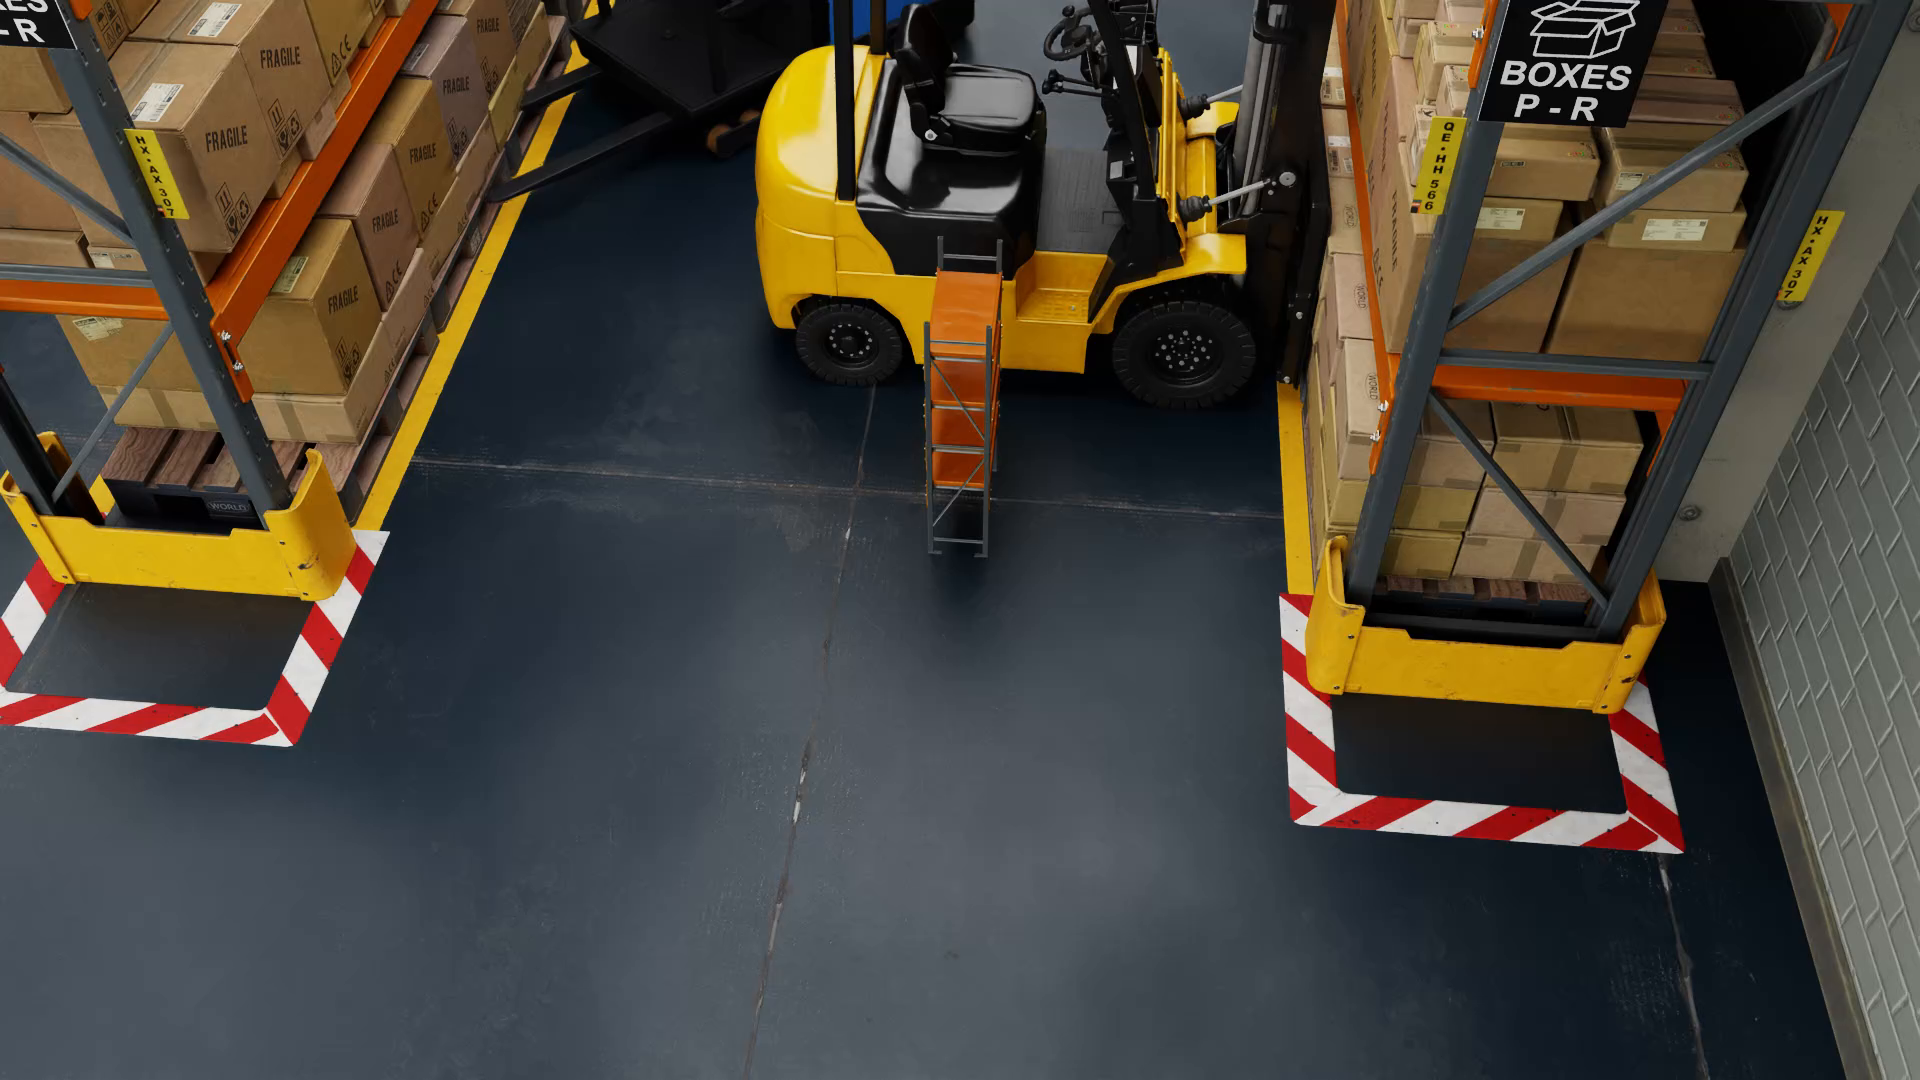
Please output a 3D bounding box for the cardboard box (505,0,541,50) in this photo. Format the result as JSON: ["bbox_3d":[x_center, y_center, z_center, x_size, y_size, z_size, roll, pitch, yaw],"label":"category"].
[{"bbox_3d":[-2.460,-2.832,8.378,0.500,0.500,0.500,3,48,3],"label":"cardboard box"}]

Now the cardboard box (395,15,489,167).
[{"bbox_3d":[-2.550,-2.083,7.693,0.500,0.500,0.500,6,48,6],"label":"cardboard box"}]

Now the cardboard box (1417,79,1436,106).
[{"bbox_3d":[1.737,-1.450,5.536,0.380,0.149,0.250,5,48,4],"label":"cardboard box"}]

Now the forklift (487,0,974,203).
[{"bbox_3d":[-1.344,-3.388,7.863,3.031,2.935,1.130,-35,56,-27],"label":"forklift"}]

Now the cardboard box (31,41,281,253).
[{"bbox_3d":[-2.718,-1.342,5.676,0.500,0.500,0.500,3,48,3],"label":"cardboard box"}]

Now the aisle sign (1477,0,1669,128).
[{"bbox_3d":[1.607,-1.396,4.233,0.394,0.787,0.004,4,48,4],"label":"aisle sign"}]

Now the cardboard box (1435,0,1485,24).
[{"bbox_3d":[1.814,-1.733,5.594,0.380,0.149,0.250,4,48,4],"label":"cardboard box"}]

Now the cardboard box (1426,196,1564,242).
[{"bbox_3d":[1.658,-1.074,5.192,0.380,0.149,0.250,5,48,4],"label":"cardboard box"}]

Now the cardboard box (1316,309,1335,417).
[{"bbox_3d":[1.695,-0.677,6.576,0.500,0.250,0.500,3,48,3],"label":"cardboard box"}]

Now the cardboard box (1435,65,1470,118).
[{"bbox_3d":[1.720,-1.361,5.253,0.380,0.149,0.250,4,48,4],"label":"cardboard box"}]

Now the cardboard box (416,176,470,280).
[{"bbox_3d":[-2.597,-1.443,7.616,0.500,0.250,0.500,7,48,6],"label":"cardboard box"}]

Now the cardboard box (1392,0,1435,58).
[{"bbox_3d":[1.748,-1.831,5.885,0.380,0.149,0.250,2,48,2],"label":"cardboard box"}]

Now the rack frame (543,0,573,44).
[{"bbox_3d":[-2.673,-3.818,8.209,1.000,3.000,0.127,4,48,4],"label":"rack frame"}]

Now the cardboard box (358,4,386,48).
[{"bbox_3d":[-2.610,-2.171,6.873,0.380,0.149,0.250,3,48,2],"label":"cardboard box"}]

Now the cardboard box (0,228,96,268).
[{"bbox_3d":[-3.216,-1.083,5.878,0.380,0.149,0.250,5,48,5],"label":"cardboard box"}]

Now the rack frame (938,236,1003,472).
[{"bbox_3d":[0.037,-0.706,6.583,0.240,1.200,0.015,4,48,4],"label":"rack frame"}]

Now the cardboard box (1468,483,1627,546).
[{"bbox_3d":[2.156,-0.262,6.197,0.500,0.250,0.500,5,48,4],"label":"cardboard box"}]

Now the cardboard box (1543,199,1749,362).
[{"bbox_3d":[2.228,-0.927,5.497,0.500,0.500,0.500,5,48,5],"label":"cardboard box"}]

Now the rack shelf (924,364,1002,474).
[{"bbox_3d":[0.015,-0.481,6.468,0.258,0.148,0.480,4,48,4],"label":"rack shelf"}]

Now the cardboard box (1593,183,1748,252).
[{"bbox_3d":[2.195,-1.032,5.154,0.380,0.149,0.250,3,48,3],"label":"cardboard box"}]

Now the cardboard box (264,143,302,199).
[{"bbox_3d":[-2.687,-1.406,6.173,0.380,0.149,0.250,2,48,2],"label":"cardboard box"}]

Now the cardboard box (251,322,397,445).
[{"bbox_3d":[-2.689,-0.667,6.906,0.500,0.250,0.500,4,48,3],"label":"cardboard box"}]

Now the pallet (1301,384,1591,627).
[{"bbox_3d":[1.934,-0.171,6.764,1.003,0.211,1.213,4,48,4],"label":"pallet"}]

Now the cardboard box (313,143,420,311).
[{"bbox_3d":[-2.644,-1.322,6.997,0.500,0.500,0.500,2,48,2],"label":"cardboard box"}]

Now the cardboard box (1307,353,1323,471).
[{"bbox_3d":[1.689,-0.493,6.747,0.500,0.250,0.500,4,48,4],"label":"cardboard box"}]

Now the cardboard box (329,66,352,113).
[{"bbox_3d":[-2.628,-1.781,6.517,0.380,0.149,0.250,5,48,5],"label":"cardboard box"}]

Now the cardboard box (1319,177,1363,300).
[{"bbox_3d":[1.714,-1.205,6.721,0.500,0.250,0.500,4,48,4],"label":"cardboard box"}]

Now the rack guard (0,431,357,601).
[{"bbox_3d":[-3.031,-0.091,6.494,1.175,0.500,0.348,4,48,4],"label":"rack guard"}]

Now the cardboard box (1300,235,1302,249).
[{"bbox_3d":[1.768,-1.243,7.433,0.500,0.250,0.500,5,48,5],"label":"cardboard box"}]

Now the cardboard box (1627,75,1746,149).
[{"bbox_3d":[2.236,-1.324,5.220,0.380,0.149,0.250,5,48,5],"label":"cardboard box"}]

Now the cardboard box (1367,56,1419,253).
[{"bbox_3d":[1.746,-1.341,5.876,0.500,0.500,0.500,5,48,5],"label":"cardboard box"}]

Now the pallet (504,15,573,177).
[{"bbox_3d":[-2.699,-2.381,8.785,1.003,0.211,1.213,4,48,4],"label":"pallet"}]

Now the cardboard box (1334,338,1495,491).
[{"bbox_3d":[1.637,-0.458,6.037,0.500,0.250,0.500,5,48,5],"label":"cardboard box"}]

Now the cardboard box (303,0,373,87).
[{"bbox_3d":[-2.629,-2.098,6.366,0.500,0.500,0.500,3,48,3],"label":"cardboard box"}]

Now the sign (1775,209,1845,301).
[{"bbox_3d":[2.458,-0.825,4.831,0.100,0.325,0.005,4,48,4],"label":"sign"}]

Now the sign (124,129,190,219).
[{"bbox_3d":[-2.497,-1.135,5.168,0.100,0.325,0.005,4,48,4],"label":"sign"}]

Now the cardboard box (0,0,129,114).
[{"bbox_3d":[-3.208,-1.740,5.362,0.700,0.500,0.500,3,48,3],"label":"cardboard box"}]

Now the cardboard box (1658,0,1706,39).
[{"bbox_3d":[2.254,-1.699,5.562,0.380,0.149,0.250,4,48,4],"label":"cardboard box"}]

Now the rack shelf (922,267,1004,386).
[{"bbox_3d":[0.015,-0.792,6.129,0.258,0.148,0.480,4,48,4],"label":"rack shelf"}]

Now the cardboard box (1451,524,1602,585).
[{"bbox_3d":[2.145,-0.109,6.396,0.500,0.250,0.500,4,48,4],"label":"cardboard box"}]

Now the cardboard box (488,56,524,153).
[{"bbox_3d":[-2.498,-2.187,8.297,0.500,0.250,0.500,3,48,2],"label":"cardboard box"}]

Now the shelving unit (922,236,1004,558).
[{"bbox_3d":[0.015,-0.527,6.419,0.258,1.200,0.503,4,48,4],"label":"shelving unit"}]

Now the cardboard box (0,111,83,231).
[{"bbox_3d":[-3.262,-1.430,5.756,0.500,0.500,0.500,3,48,3],"label":"cardboard box"}]

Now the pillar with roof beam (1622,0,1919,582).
[{"bbox_3d":[-1.420,-3.313,3.682,9.100,9.000,0.400,4,48,4],"label":"pillar with roof beam"}]

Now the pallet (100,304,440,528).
[{"bbox_3d":[-2.921,-0.588,7.145,1.003,0.211,1.213,4,48,4],"label":"pallet"}]

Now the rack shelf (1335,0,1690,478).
[{"bbox_3d":[2.088,-1.775,6.828,1.077,0.370,4.000,4,48,4],"label":"rack shelf"}]

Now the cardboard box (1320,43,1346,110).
[{"bbox_3d":[1.823,-1.962,7.413,0.500,0.250,0.500,5,48,5],"label":"cardboard box"}]

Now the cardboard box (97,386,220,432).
[{"bbox_3d":[-3.230,-0.722,6.957,0.500,0.250,0.500,4,48,3],"label":"cardboard box"}]

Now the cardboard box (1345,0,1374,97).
[{"bbox_3d":[1.827,-2.088,6.559,0.500,0.500,0.500,4,48,4],"label":"cardboard box"}]

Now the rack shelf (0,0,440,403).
[{"bbox_3d":[-2.855,-2.106,7.131,1.077,0.370,4.000,4,48,4],"label":"rack shelf"}]
